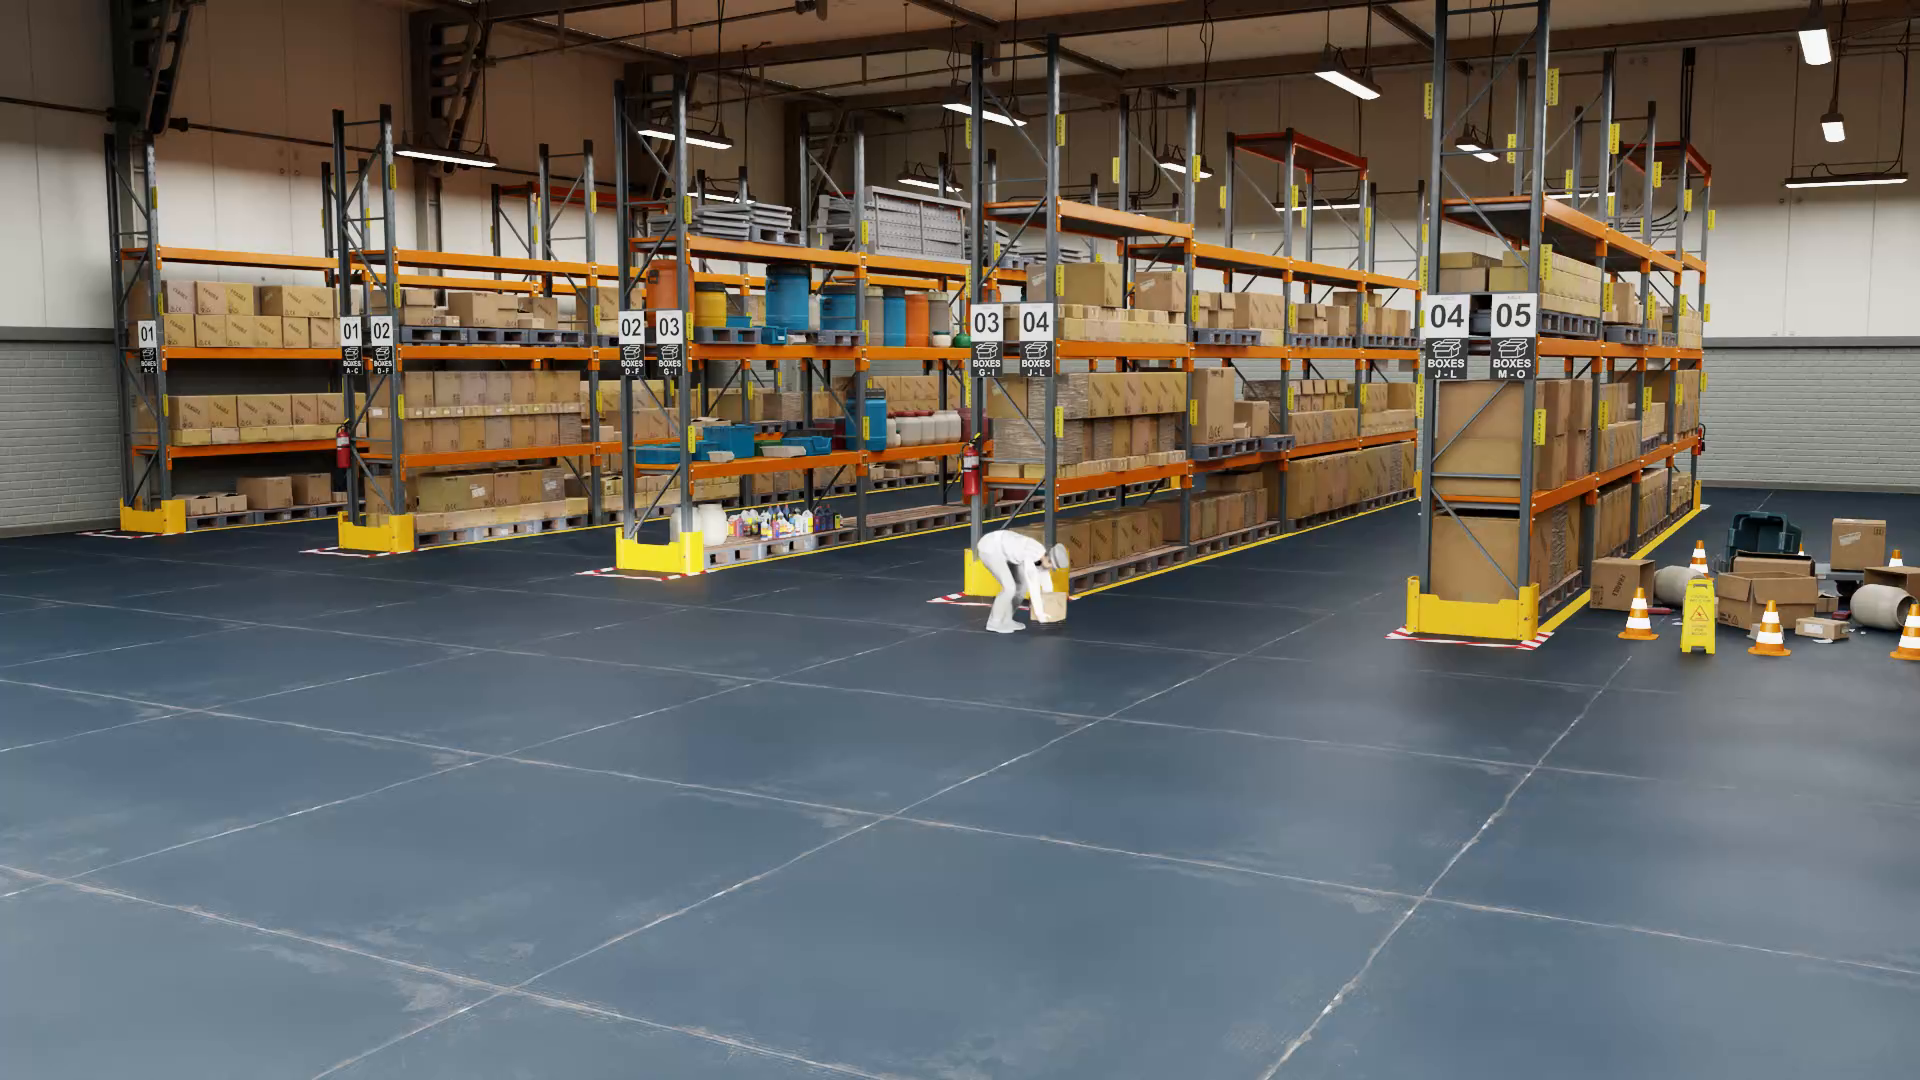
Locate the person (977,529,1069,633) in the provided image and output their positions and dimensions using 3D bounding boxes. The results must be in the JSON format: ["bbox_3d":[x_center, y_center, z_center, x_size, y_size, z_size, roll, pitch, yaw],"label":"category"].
[{"bbox_3d":[0.606,0.399,15.894,0.901,0.972,0.444,3,7,26],"label":"person"}]
